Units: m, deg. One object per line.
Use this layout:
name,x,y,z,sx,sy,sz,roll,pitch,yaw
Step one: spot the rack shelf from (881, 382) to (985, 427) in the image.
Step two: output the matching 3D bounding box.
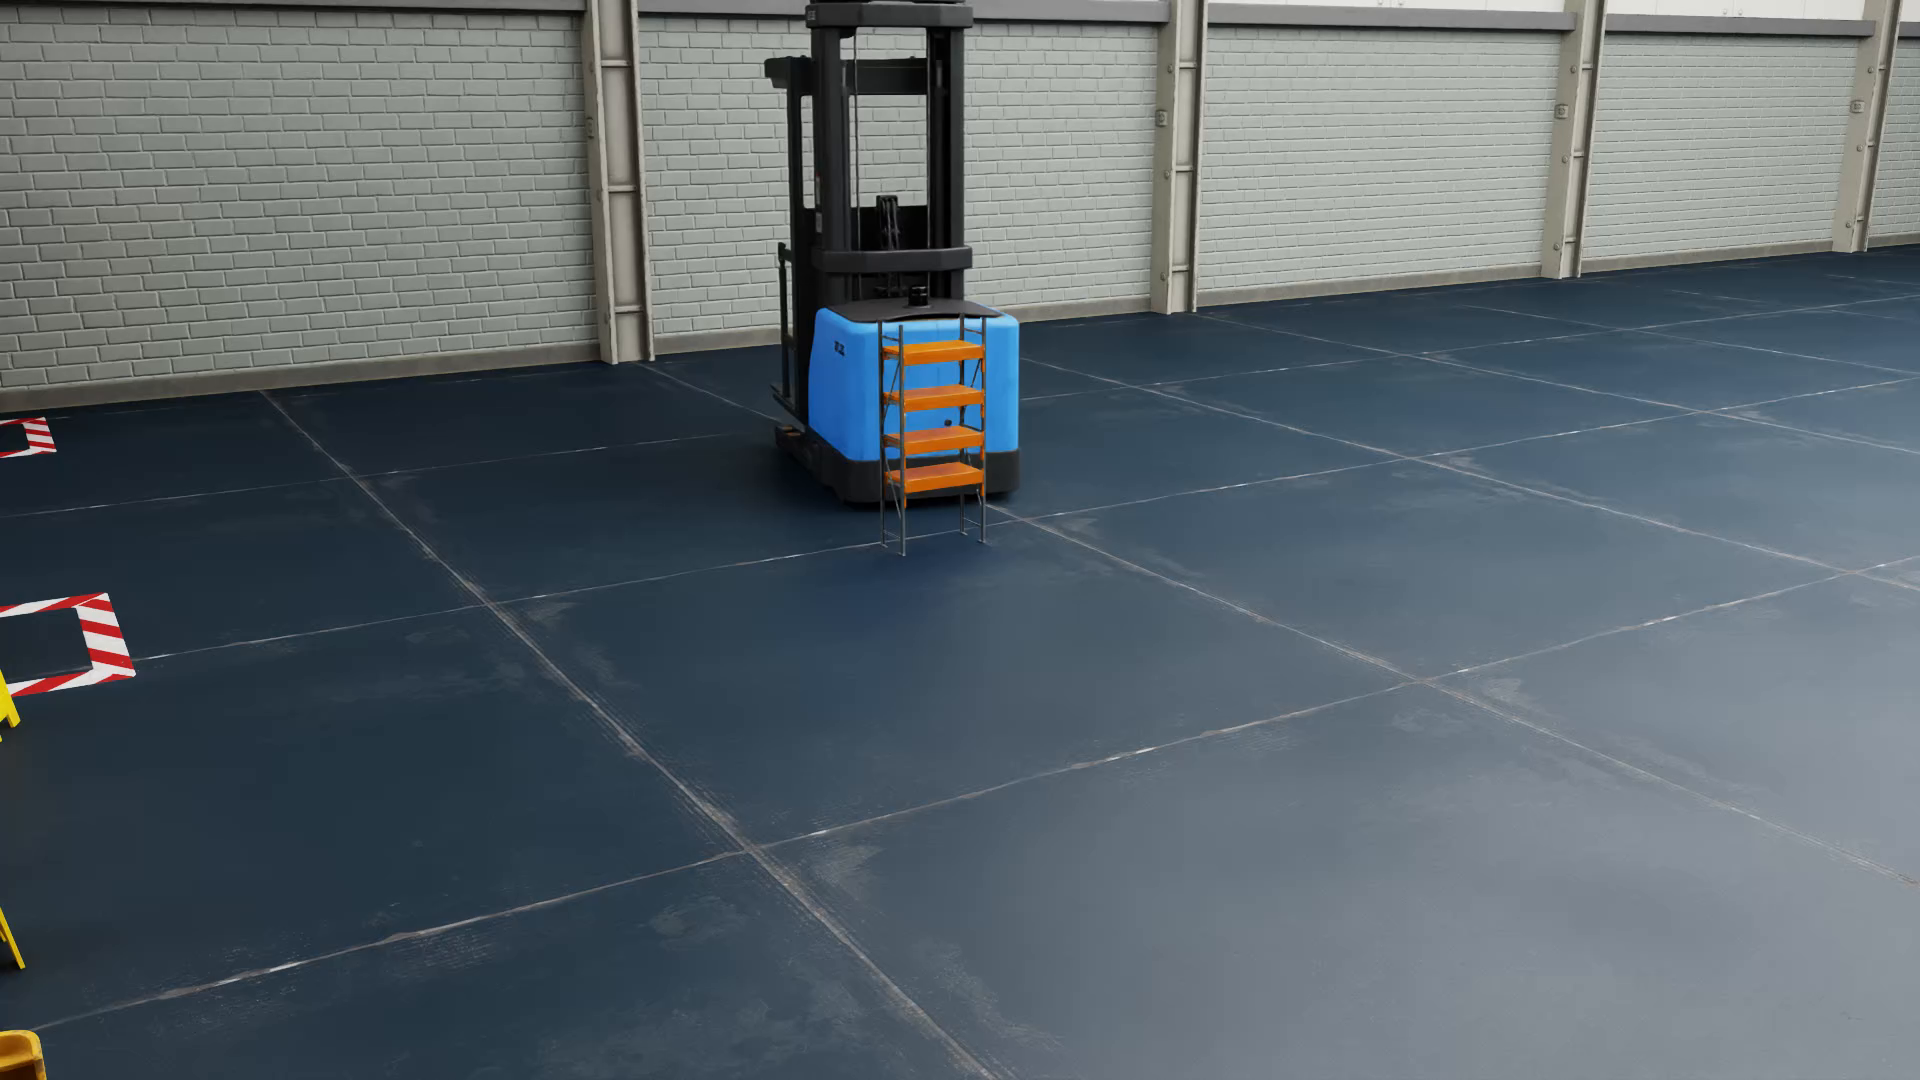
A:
rack shelf,-0.142,-0.705,8.624,0.480,0.148,0.258,-9,18,-30

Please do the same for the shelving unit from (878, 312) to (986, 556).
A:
shelving unit,-0.142,-0.555,8.666,0.503,1.200,0.258,-9,18,-30

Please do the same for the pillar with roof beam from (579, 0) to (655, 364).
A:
pillar with roof beam,-0.687,-4.911,9.756,0.400,9.000,9.100,-9,18,-30

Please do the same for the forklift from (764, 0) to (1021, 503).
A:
forklift,-0.587,-1.976,10.528,1.130,2.935,3.031,-5,16,-17

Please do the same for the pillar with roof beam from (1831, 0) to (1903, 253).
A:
pillar with roof beam,14.742,-7.413,18.682,0.400,9.000,9.100,-9,18,-30

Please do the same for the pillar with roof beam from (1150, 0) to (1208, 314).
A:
pillar with roof beam,4.456,-5.745,12.732,0.400,9.000,9.100,-9,18,-30

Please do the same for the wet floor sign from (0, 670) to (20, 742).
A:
wet floor sign,-3.713,0.430,6.179,0.232,0.644,0.267,-3,16,-11

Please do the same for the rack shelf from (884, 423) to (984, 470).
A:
rack shelf,-0.142,-0.490,8.684,0.480,0.148,0.258,-9,18,-30

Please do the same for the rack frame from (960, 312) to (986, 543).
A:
rack frame,0.067,-0.589,8.787,0.015,1.200,0.240,-9,18,-30

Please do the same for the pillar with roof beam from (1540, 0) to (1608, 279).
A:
pillar with roof beam,9.599,-6.579,15.707,0.400,9.000,9.100,-9,18,-30

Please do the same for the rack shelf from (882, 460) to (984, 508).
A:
rack shelf,-0.142,-0.299,8.738,0.480,0.148,0.258,-9,18,-30

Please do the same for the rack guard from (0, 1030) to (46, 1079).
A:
rack guard,-1.770,1.407,2.964,0.348,0.500,1.175,-9,18,-30

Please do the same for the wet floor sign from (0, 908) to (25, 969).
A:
wet floor sign,-2.786,0.878,4.581,0.232,0.644,0.267,-13,20,-39

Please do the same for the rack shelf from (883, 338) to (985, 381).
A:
rack shelf,-0.142,-0.933,8.560,0.480,0.148,0.258,-9,18,-30

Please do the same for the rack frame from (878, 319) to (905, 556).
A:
rack frame,-0.351,-0.521,8.545,0.015,1.200,0.240,-9,18,-30
